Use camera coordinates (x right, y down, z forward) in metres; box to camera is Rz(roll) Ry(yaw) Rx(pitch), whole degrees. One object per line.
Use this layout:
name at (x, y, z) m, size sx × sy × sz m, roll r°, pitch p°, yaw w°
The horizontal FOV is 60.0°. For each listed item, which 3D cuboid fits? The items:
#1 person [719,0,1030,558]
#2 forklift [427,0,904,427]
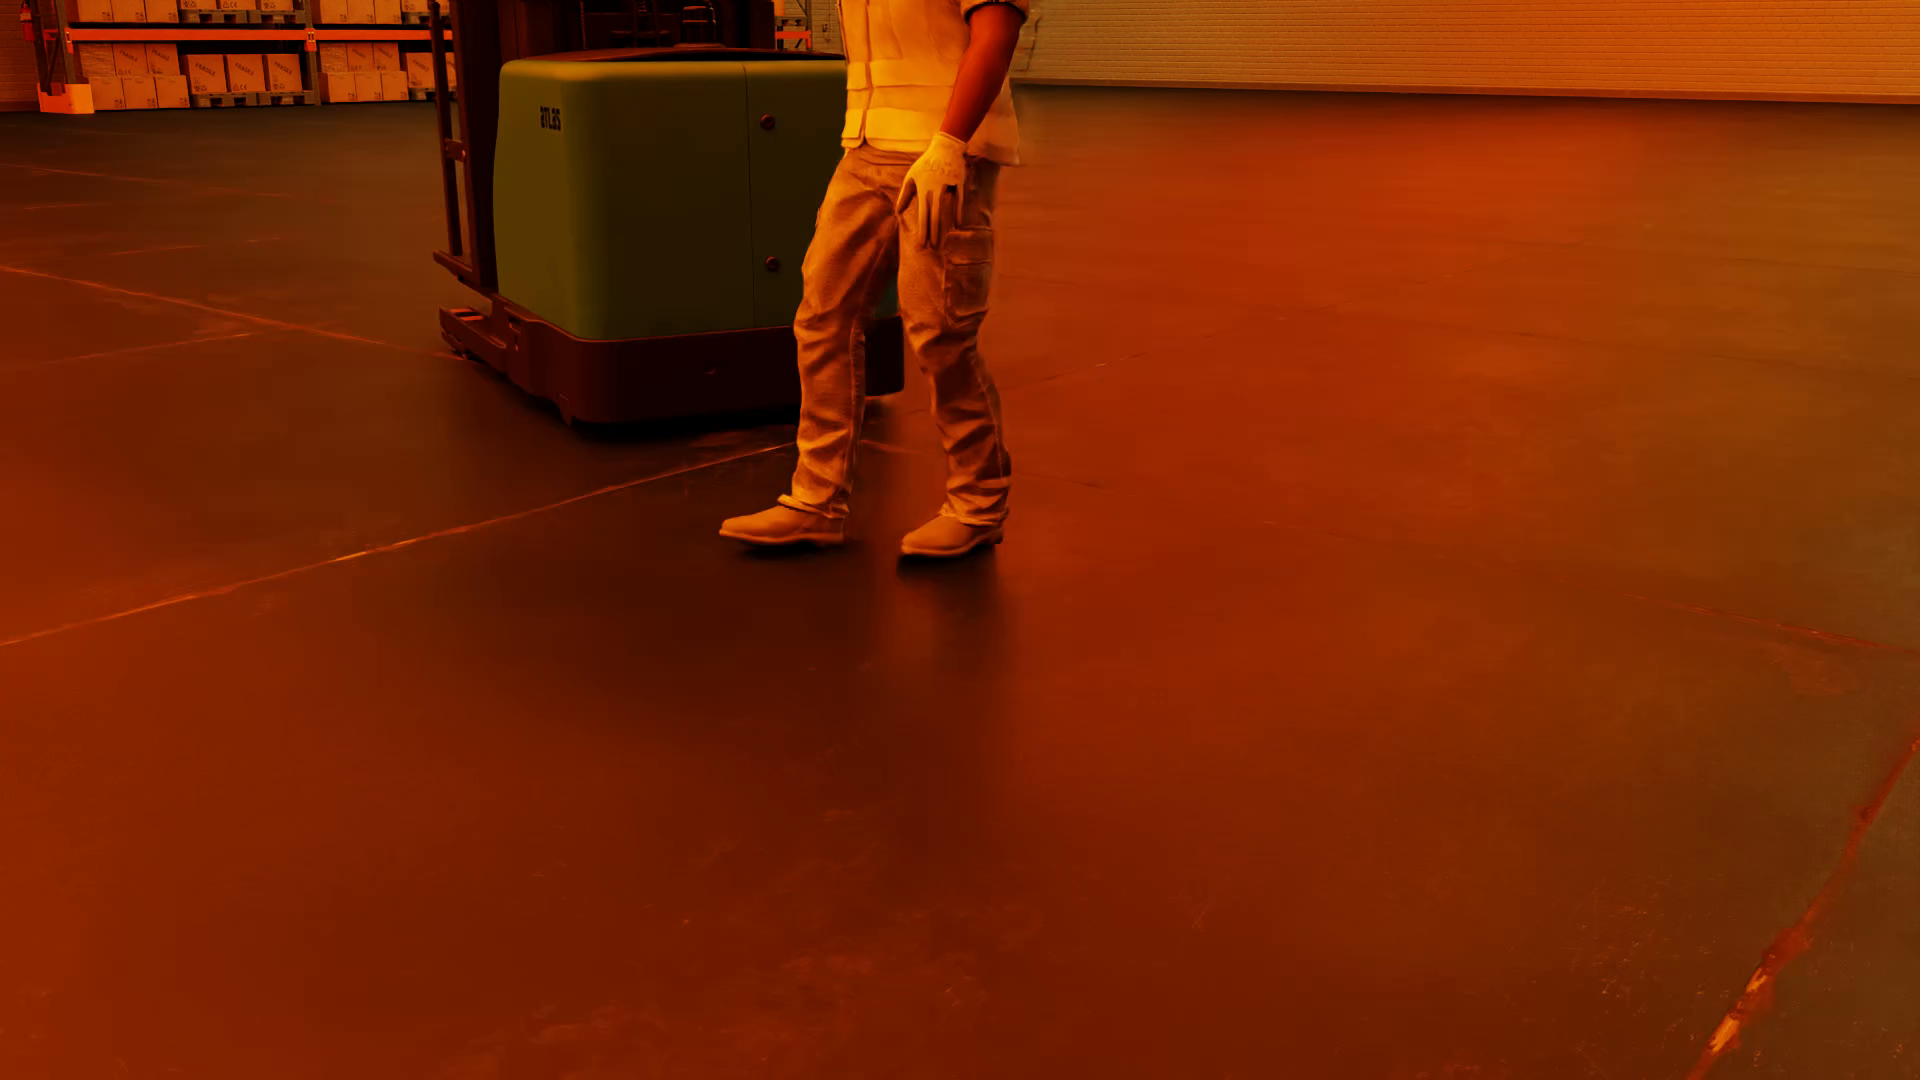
person at (-0.180, -0.802, 3.566) m, size 0.623 × 1.770 × 0.718 m, roll -12°, pitch 20°, yaw -34°
forklift at (-1.315, -2.118, 5.874) m, size 1.130 × 2.935 × 3.031 m, roll -9°, pitch 19°, yaw -27°
